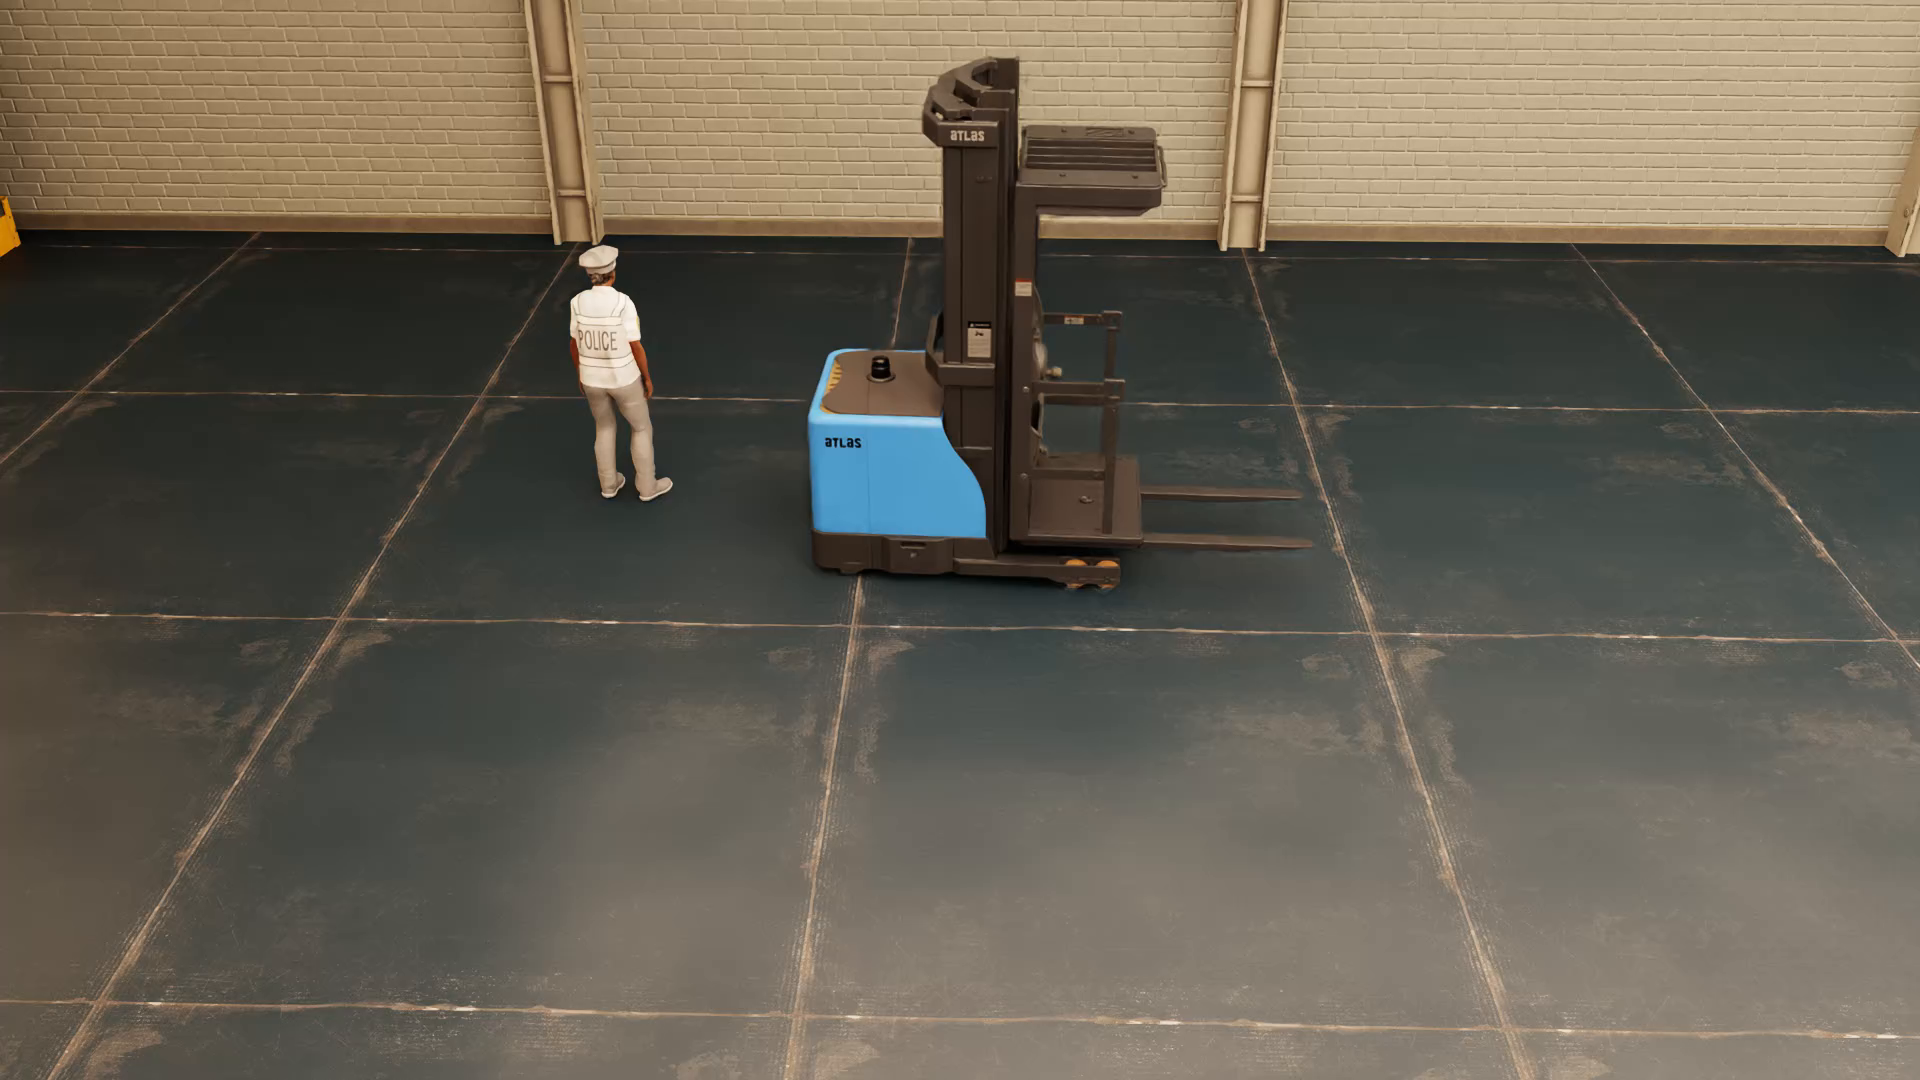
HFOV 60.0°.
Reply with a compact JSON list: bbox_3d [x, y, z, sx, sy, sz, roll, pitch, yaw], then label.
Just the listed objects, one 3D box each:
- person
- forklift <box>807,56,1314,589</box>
[{"bbox_3d":[-2.198,-1.029,10.617,0.528,1.656,0.395,6,31,10],"label":"person"},{"bbox_3d":[0.637,-1.251,9.736,3.031,2.935,1.130,2,31,3],"label":"forklift"}]
